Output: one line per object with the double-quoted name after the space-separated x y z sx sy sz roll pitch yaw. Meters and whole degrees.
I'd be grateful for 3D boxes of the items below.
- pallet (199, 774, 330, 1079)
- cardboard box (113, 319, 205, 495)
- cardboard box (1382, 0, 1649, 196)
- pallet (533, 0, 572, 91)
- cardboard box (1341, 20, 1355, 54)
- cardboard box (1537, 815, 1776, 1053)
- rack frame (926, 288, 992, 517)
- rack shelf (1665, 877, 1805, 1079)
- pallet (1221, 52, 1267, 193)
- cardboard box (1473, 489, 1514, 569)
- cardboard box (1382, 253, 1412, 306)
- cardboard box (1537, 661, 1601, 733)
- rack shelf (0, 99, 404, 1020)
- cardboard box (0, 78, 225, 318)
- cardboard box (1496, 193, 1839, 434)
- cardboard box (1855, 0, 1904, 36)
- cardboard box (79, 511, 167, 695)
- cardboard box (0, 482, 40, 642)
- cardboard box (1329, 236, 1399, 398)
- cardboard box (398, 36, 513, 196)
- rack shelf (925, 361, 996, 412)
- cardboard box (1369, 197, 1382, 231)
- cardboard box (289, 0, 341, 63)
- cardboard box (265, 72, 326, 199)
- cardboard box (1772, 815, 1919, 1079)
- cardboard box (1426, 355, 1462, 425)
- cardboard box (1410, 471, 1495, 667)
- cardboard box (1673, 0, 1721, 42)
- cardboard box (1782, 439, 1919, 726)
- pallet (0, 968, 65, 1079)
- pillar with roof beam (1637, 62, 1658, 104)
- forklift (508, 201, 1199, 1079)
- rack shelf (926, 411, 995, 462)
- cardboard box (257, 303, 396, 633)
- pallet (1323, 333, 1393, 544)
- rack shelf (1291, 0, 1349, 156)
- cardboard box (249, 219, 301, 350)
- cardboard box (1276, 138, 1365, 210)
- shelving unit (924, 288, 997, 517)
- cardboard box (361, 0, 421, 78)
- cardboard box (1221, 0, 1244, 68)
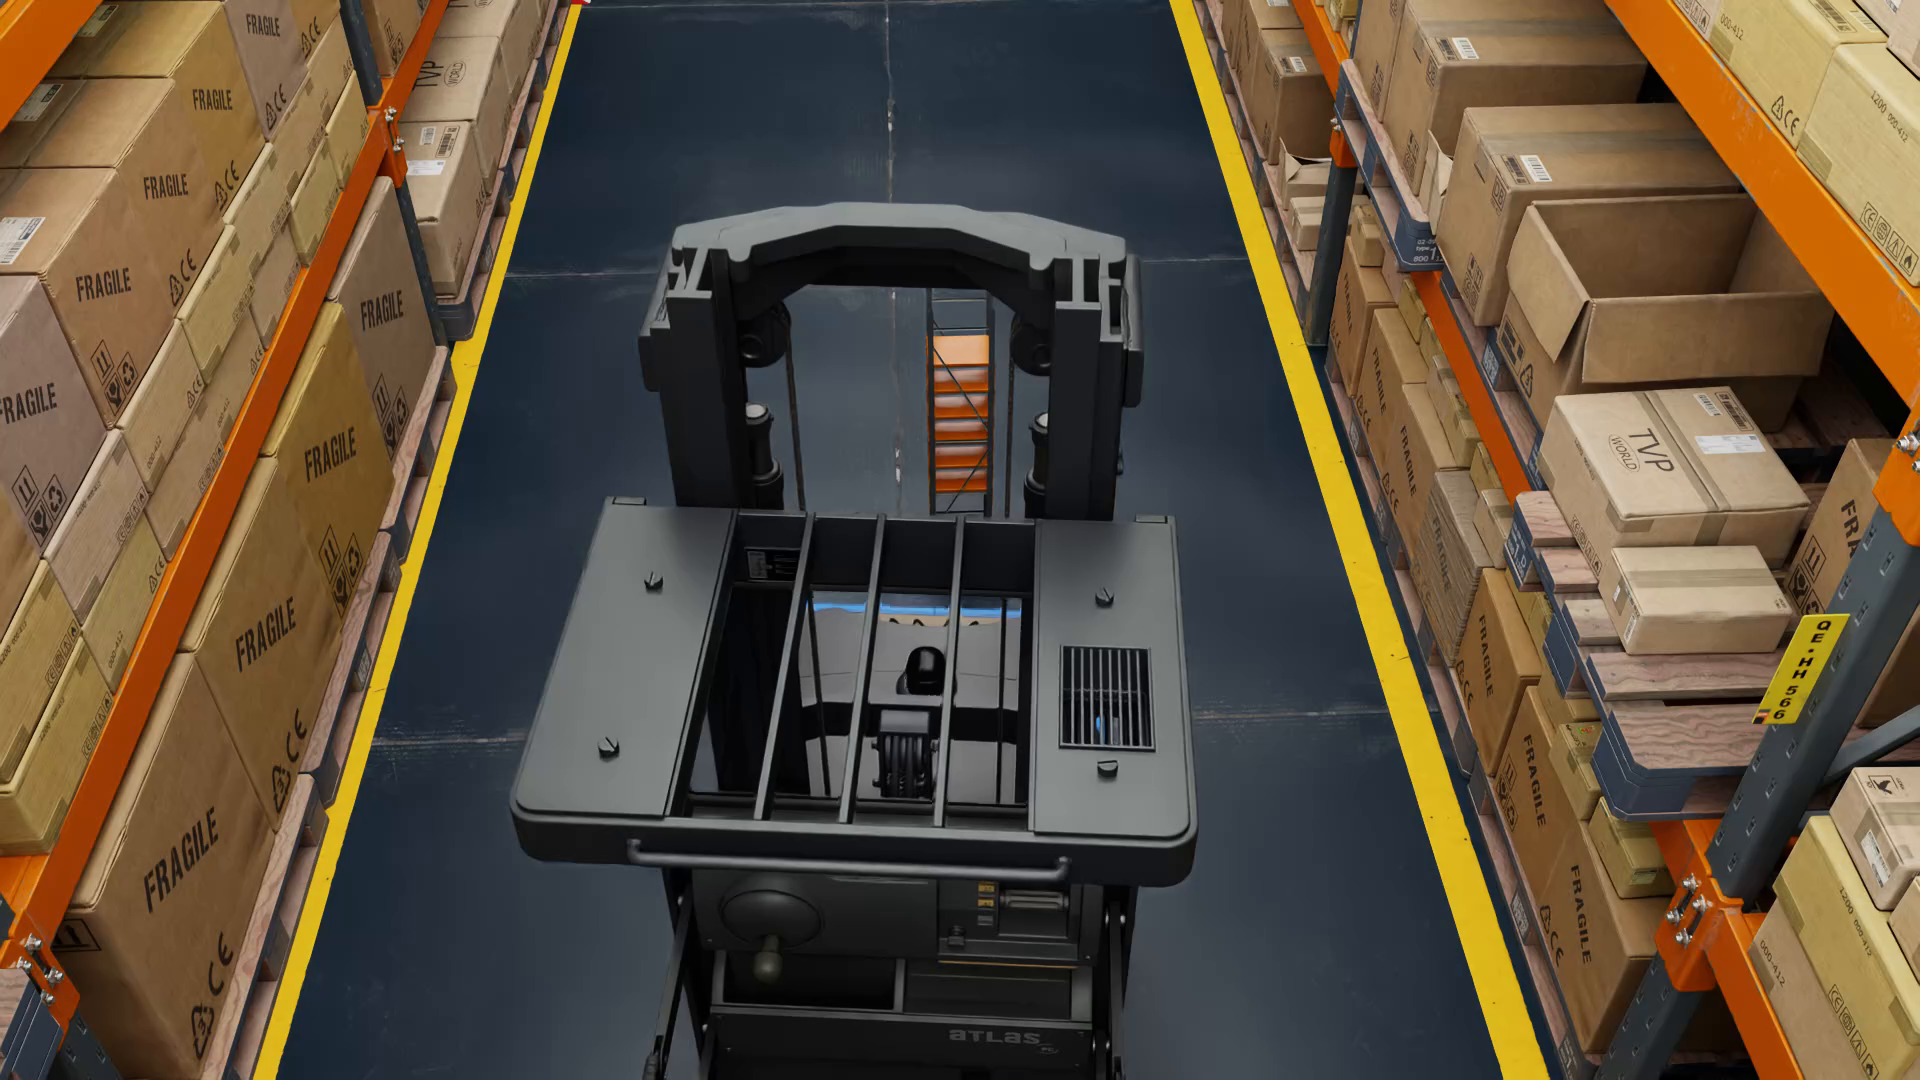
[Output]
-2.638 1.285 5.192 1.003 0.211 1.213 -2 43 -2 "pallet"
-2.484 -0.373 4.678 0.500 0.250 0.500 -2 43 -2 "cardboard box"
1.929 -1.563 5.851 0.700 0.500 0.500 -1 43 -1 "cardboard box"
-2.907 -3.044 9.915 1.003 0.211 1.213 -2 43 -2 "pallet"
1.844 -2.170 7.083 0.380 0.149 0.250 -1 43 -1 "cardboard box"
2.047 1.133 4.833 0.500 0.500 0.500 -1 43 -1 "cardboard box"
-0.003 -0.494 6.401 0.240 1.200 0.006 -2 43 -2 "rack frame"
2.364 2.261 2.595 1.077 0.370 4.000 -2 43 -2 "rack shelf"
2.027 -2.316 9.120 1.003 0.211 1.213 -2 43 -2 "pallet"
1.977 -0.048 5.642 0.380 0.149 0.250 -4 43 -4 "cardboard box"
1.948 -1.092 6.781 0.380 0.149 0.250 -3 43 -3 "cardboard box"
1.996 0.485 5.060 0.380 0.149 0.250 -3 43 -3 "cardboard box"
-2.765 -0.294 5.383 1.077 0.370 4.000 -2 43 -2 "rack shelf"
-2.511 -0.979 4.785 0.500 0.500 0.500 -1 43 -1 "cardboard box"
2.025 -0.643 4.845 0.797 0.503 0.637 -3 43 -3 "cardboard box"
2.047 -1.137 3.367 0.380 0.149 0.250 -1 43 -1 "cardboard box"
-2.488 0.163 4.464 0.500 0.250 0.500 -3 43 -3 "cardboard box"
-2.456 0.046 3.666 0.500 0.500 0.500 -3 43 -3 "cardboard box"
1.905 -0.955 7.111 0.500 0.500 0.500 0 43 0 "cardboard box"
-2.808 -2.151 8.462 0.875 0.438 0.875 -3 43 -3 "cardboard box"
0.001 -0.577 6.202 0.258 0.103 0.180 -2 43 -2 "rack shelf"
1.920 -1.388 6.884 0.380 0.149 0.250 -2 43 -3 "cardboard box"
-2.580 -2.020 5.920 0.500 0.500 0.500 0 43 0 "cardboard box"
-2.559 -1.410 5.810 0.500 0.250 0.500 -1 43 -1 "cardboard box"
2.029 0.824 3.372 0.500 0.250 0.500 -2 43 -2 "cardboard box"
1.969 -0.565 6.205 0.380 0.149 0.250 -2 43 -2 "cardboard box"
1.970 0.092 5.969 0.500 0.500 0.500 -3 43 -3 "cardboard box"
1.972 -1.421 3.971 0.500 0.250 0.500 -2 43 -2 "cardboard box"
2.414 0.102 4.034 0.500 0.500 0.500 0 43 0 "cardboard box"
-2.543 1.340 3.210 1.213 0.211 1.003 -2 43 -2 "pallet"
-1.321 -4.638 5.150 9.100 9.000 0.400 -2 43 -2 "pillar with roof beam"
-0.150 0.898 3.601 1.130 2.935 3.031 2 43 2 "forklift"
0.001 -0.400 6.364 0.258 0.103 0.180 -2 43 -2 "rack shelf"
-2.697 -0.255 6.070 0.875 0.875 0.875 -1 43 -1 "cardboard box"
2.182 -0.478 7.116 1.003 0.211 1.213 -2 43 -2 "pallet"
2.025 -3.139 8.487 1.077 0.370 4.000 -2 43 -2 "rack shelf"
-2.556 -0.873 5.594 0.500 0.250 0.500 -3 43 -3 "cardboard box"
1.777 -1.810 8.217 0.396 0.266 0.258 0 43 0 "cardboard box"
0.001 -0.433 6.334 0.258 1.200 0.189 -2 43 -2 "shelving unit"
-2.608 -2.271 6.933 0.500 0.500 0.500 0 43 0 "cardboard box"
1.868 -2.994 9.336 0.700 0.500 0.500 0 43 0 "cardboard box"
